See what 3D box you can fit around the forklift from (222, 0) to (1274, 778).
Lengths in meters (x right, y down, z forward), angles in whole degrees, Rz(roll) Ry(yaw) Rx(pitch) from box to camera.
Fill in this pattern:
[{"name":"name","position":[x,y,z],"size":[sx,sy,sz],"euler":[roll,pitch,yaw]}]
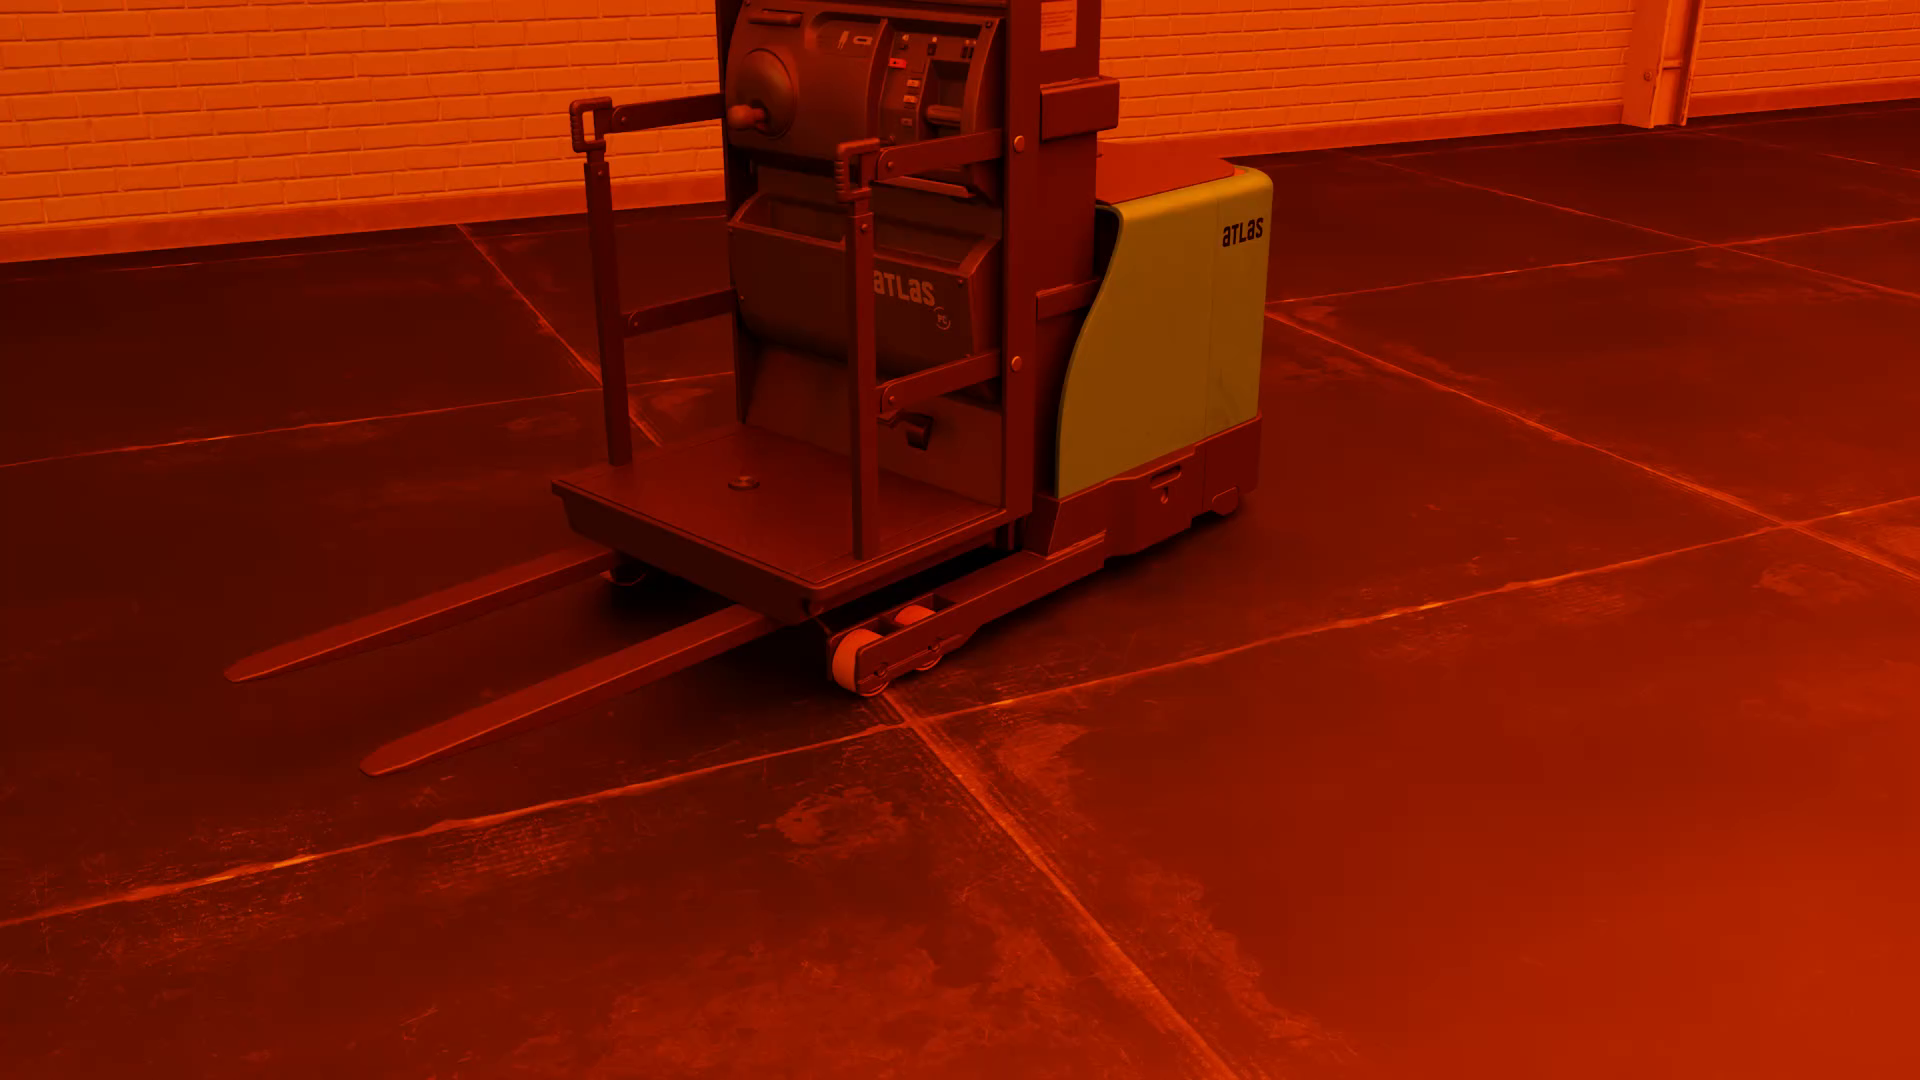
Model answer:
[{"name":"forklift","position":[-0.413,-1.182,4.131],"size":[1.130,2.935,3.031],"euler":[19,29,39]}]
